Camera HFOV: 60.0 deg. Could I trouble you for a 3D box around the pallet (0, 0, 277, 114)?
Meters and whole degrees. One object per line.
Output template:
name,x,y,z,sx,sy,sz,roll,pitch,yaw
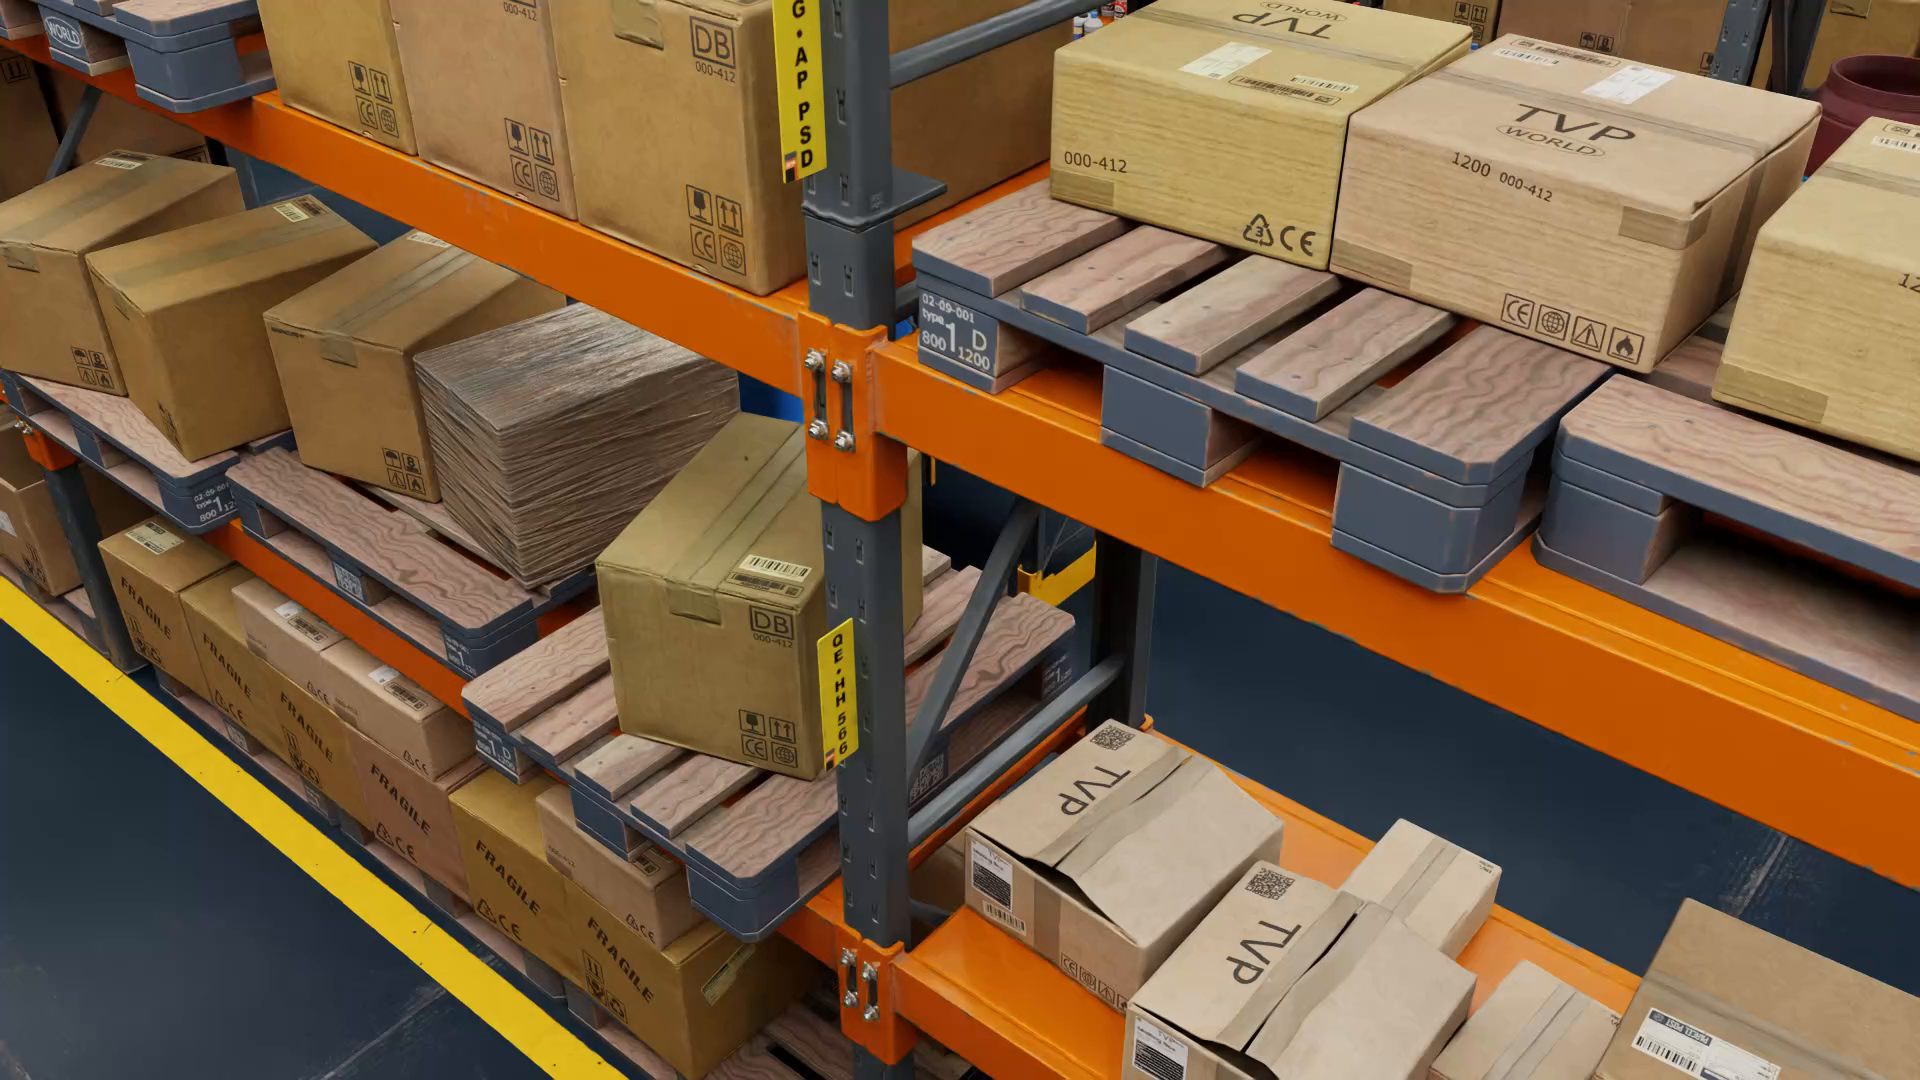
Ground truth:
pallet,-1.711,-1.461,4.244,1.003,0.211,1.213,25,42,32

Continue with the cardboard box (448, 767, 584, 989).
cardboard box,-1.158,0.930,5.065,0.500,0.500,0.500,24,41,30

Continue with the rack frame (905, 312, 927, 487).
rack frame,-0.325,-0.771,7.049,0.032,1.500,0.500,25,42,32

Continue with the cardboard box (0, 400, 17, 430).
cardboard box,-4.162,-0.371,7.127,0.500,0.311,0.500,25,42,32

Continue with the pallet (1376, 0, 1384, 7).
pallet,2.841,-4.412,13.488,1.213,0.211,1.003,25,42,32

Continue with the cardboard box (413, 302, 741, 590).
cardboard box,-1.029,-0.302,4.581,0.700,0.500,0.500,-25,42,-31

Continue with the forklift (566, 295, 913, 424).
forklift,-1.386,-2.051,7.647,1.130,2.935,3.031,-28,43,-34

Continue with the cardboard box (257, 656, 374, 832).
cardboard box,-1.954,0.560,5.605,0.500,0.500,0.500,26,42,32

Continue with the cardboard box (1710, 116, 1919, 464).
cardboard box,1.340,-0.308,2.161,0.500,0.250,0.500,24,41,31

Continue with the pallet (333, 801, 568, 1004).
pallet,-1.375,0.926,5.715,1.213,0.211,1.003,25,42,32

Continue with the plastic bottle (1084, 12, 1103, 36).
plastic bottle,0.671,-2.524,8.389,0.097,0.271,0.097,0,34,0

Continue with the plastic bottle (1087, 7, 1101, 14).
plastic bottle,0.716,-3.044,9.142,0.135,0.276,0.152,25,42,32

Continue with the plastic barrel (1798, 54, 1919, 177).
plastic barrel,3.831,-1.668,6.909,0.708,0.536,0.600,25,42,32

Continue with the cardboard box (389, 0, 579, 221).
cardboard box,-0.641,-1.100,3.464,0.500,0.500,0.910,25,42,32

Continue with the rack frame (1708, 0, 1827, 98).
rack frame,3.280,-1.648,7.000,0.127,3.000,1.000,25,42,32

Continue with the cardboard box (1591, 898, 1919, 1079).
cardboard box,1.408,1.065,2.961,0.500,0.500,0.500,23,41,29

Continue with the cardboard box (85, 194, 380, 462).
cardboard box,-2.176,-0.667,5.112,0.700,0.500,0.500,-26,42,-33

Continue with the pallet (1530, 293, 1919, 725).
pallet,1.548,-0.042,2.179,1.213,0.211,1.003,27,43,34

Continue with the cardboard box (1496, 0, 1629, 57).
cardboard box,4.567,-4.003,11.935,0.875,0.875,1.225,24,41,30

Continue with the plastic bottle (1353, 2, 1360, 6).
plastic bottle,1.968,-2.487,8.265,0.185,0.351,0.144,25,42,32

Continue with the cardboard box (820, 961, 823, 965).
cardboard box,-0.465,0.878,5.141,0.500,0.500,0.500,24,41,30

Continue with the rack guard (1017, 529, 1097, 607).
rack guard,0.441,0.105,6.876,0.087,0.250,0.587,25,42,32

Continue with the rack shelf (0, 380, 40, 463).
rack shelf,-4.503,-1.371,7.232,4.000,0.370,1.077,25,42,32

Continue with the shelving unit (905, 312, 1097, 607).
shelving unit,0.059,-0.591,6.785,1.083,1.500,0.587,25,42,32

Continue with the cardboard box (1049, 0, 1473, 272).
cardboard box,0.493,-0.702,2.735,0.500,0.250,0.500,22,40,29

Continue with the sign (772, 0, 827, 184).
sign,-0.241,-0.709,2.526,0.005,0.325,0.100,25,42,32

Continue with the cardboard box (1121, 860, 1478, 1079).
cardboard box,0.671,0.951,3.295,0.500,0.311,0.500,25,42,31

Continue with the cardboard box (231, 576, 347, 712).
cardboard box,-1.982,0.240,5.408,0.500,0.250,0.500,25,42,32

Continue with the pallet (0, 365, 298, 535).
pallet,-2.422,-0.527,5.537,1.213,0.211,1.003,25,42,32

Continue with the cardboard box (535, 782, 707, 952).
cardboard box,-0.807,0.790,4.606,0.500,0.250,0.500,27,43,33

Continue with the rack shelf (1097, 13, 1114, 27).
rack shelf,1.743,-2.076,8.259,4.000,0.370,1.077,25,42,32

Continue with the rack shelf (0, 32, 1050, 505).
rack shelf,-1.429,-1.159,4.273,4.000,0.370,1.077,25,42,32

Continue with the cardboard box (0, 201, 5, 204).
cardboard box,-3.514,-1.054,6.047,0.500,0.500,0.500,26,42,33

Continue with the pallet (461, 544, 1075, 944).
pallet,-0.458,0.370,4.231,1.003,0.211,1.213,25,42,32

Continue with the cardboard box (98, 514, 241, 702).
cardboard box,-2.750,0.187,6.147,0.500,0.500,0.500,23,41,30

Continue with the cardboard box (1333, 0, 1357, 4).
cardboard box,2.919,-4.823,13.129,0.875,0.875,0.875,25,42,32

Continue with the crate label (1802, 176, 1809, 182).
crate label,3.364,-1.263,6.588,0.416,0.233,0.303,25,42,32

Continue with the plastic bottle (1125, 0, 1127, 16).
plastic bottle,0.931,-2.820,8.881,0.097,0.201,0.097,0,34,0

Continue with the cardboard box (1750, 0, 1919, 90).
cardboard box,5.932,-3.359,10.998,0.875,0.875,1.225,23,41,30

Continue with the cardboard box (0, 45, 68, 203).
cardboard box,-3.520,-1.467,5.765,0.500,0.500,0.500,25,42,32

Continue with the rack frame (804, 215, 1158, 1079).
rack frame,0.108,0.506,3.864,0.127,3.000,1.000,25,42,32
